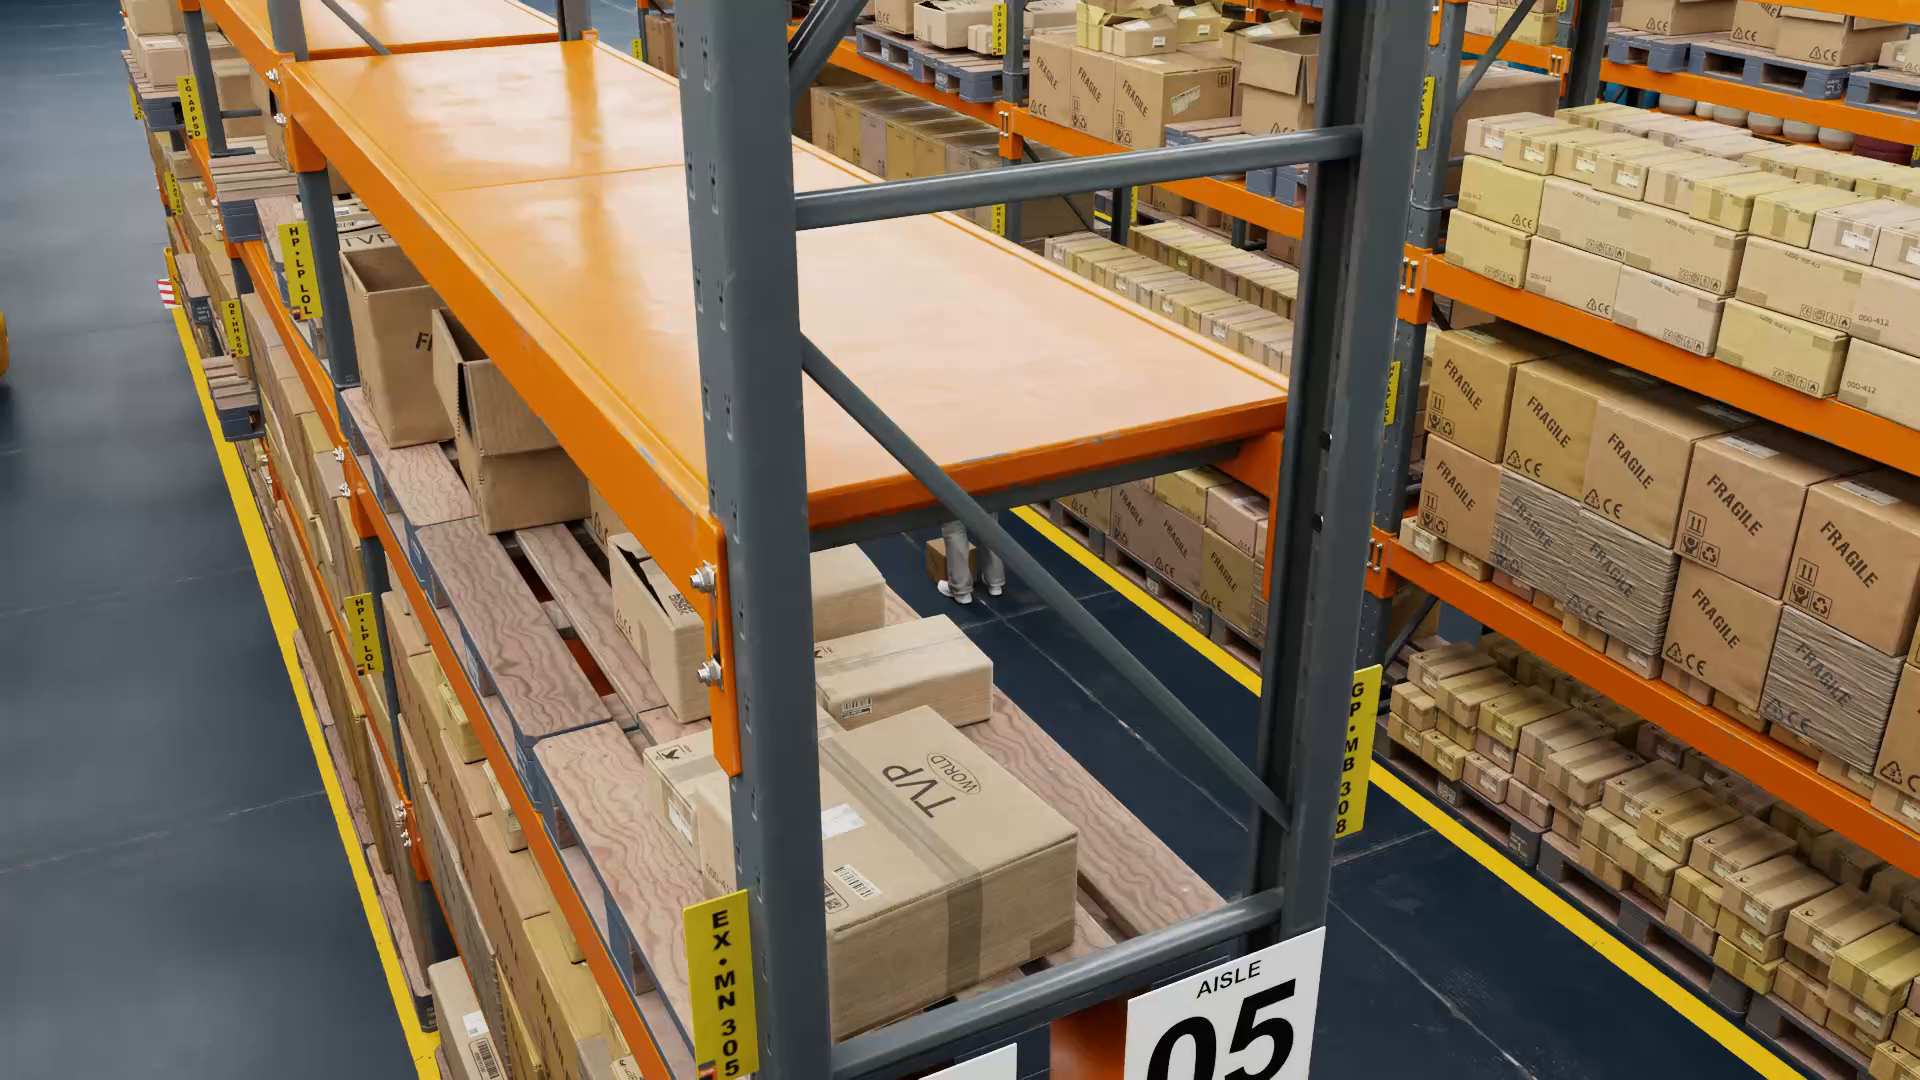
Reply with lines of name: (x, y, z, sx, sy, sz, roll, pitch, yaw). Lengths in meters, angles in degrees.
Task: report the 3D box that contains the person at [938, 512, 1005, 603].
person: (0.066, -0.404, 10.473, 0.512, 1.671, 0.361, -15, 29, -28)
